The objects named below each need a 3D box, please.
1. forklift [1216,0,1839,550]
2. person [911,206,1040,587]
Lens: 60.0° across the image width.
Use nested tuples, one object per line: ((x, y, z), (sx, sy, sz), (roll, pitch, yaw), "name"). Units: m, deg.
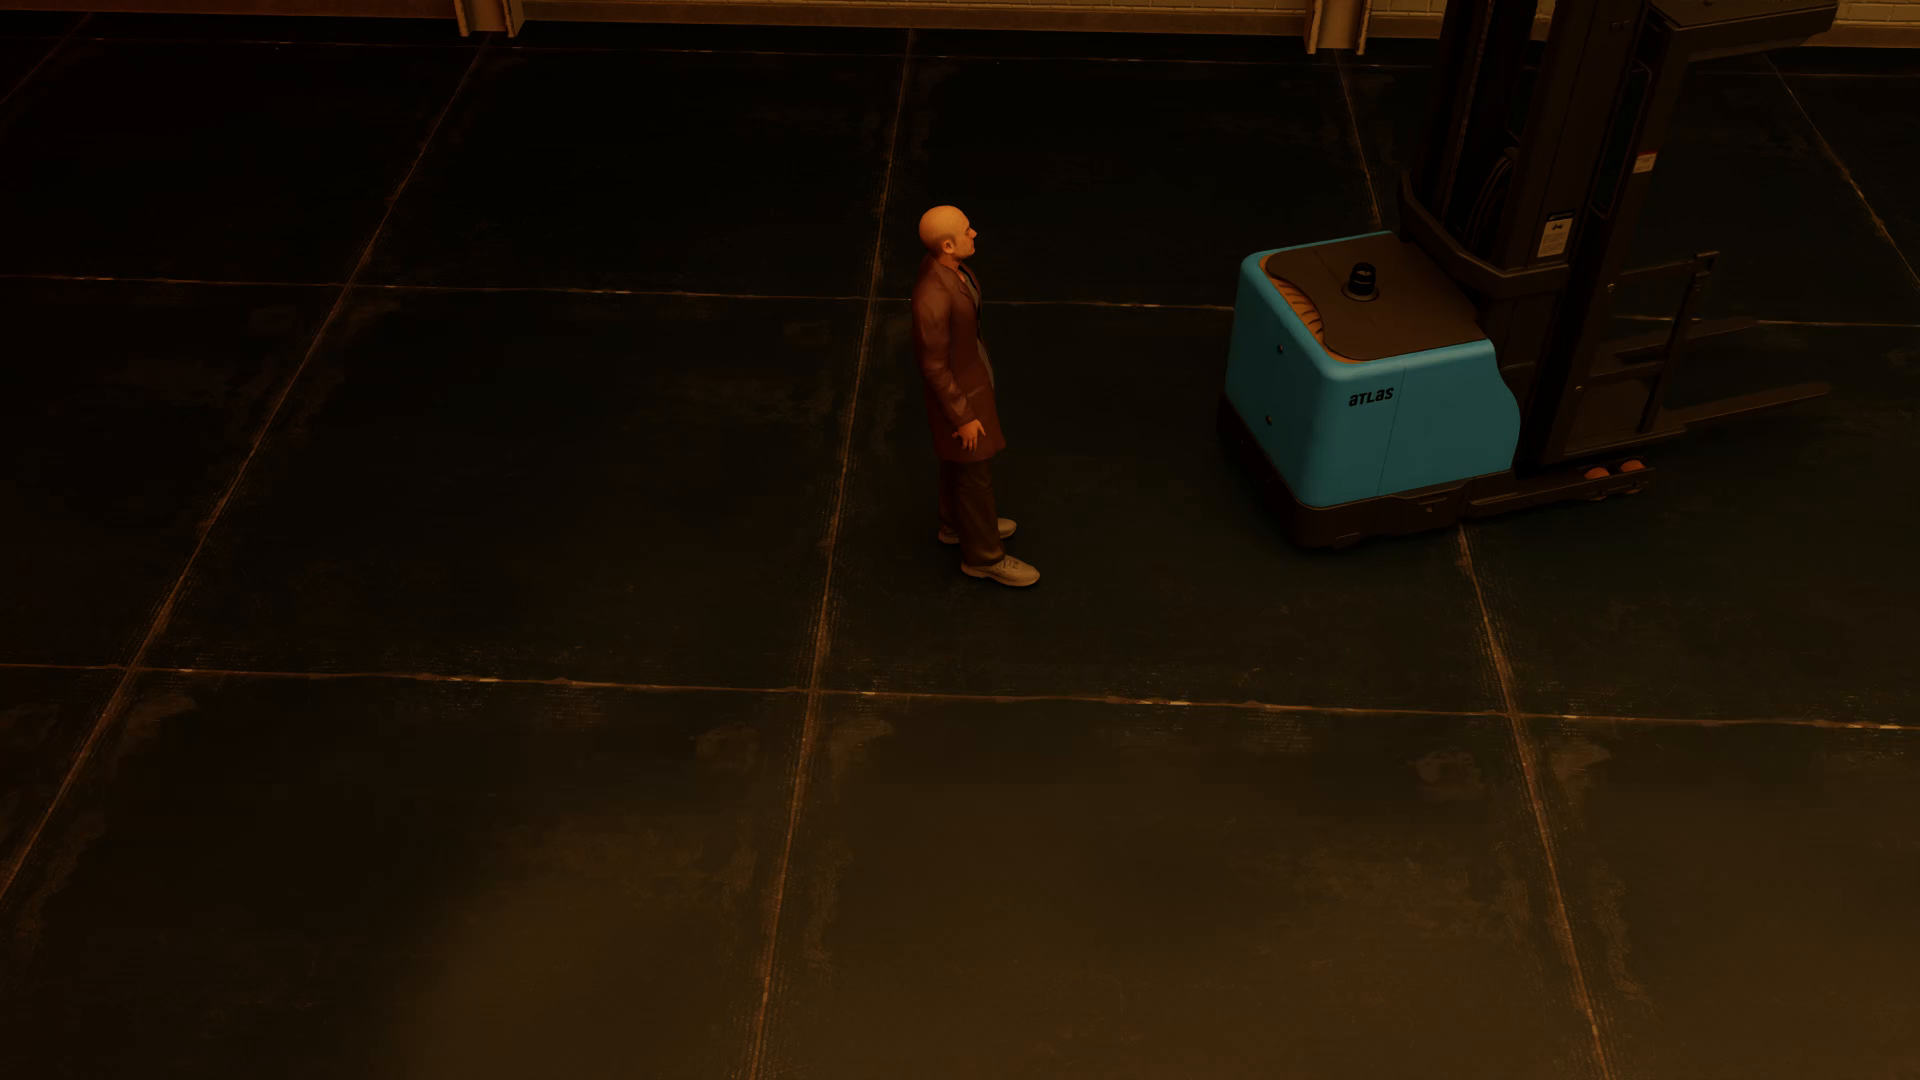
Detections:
((2.876, -1.603, 7.498), (3.031, 2.935, 1.130), (-11, 44, -12), "forklift")
((0.090, -0.655, 7.306), (0.582, 1.775, 0.694), (2, 42, 2), "person")
